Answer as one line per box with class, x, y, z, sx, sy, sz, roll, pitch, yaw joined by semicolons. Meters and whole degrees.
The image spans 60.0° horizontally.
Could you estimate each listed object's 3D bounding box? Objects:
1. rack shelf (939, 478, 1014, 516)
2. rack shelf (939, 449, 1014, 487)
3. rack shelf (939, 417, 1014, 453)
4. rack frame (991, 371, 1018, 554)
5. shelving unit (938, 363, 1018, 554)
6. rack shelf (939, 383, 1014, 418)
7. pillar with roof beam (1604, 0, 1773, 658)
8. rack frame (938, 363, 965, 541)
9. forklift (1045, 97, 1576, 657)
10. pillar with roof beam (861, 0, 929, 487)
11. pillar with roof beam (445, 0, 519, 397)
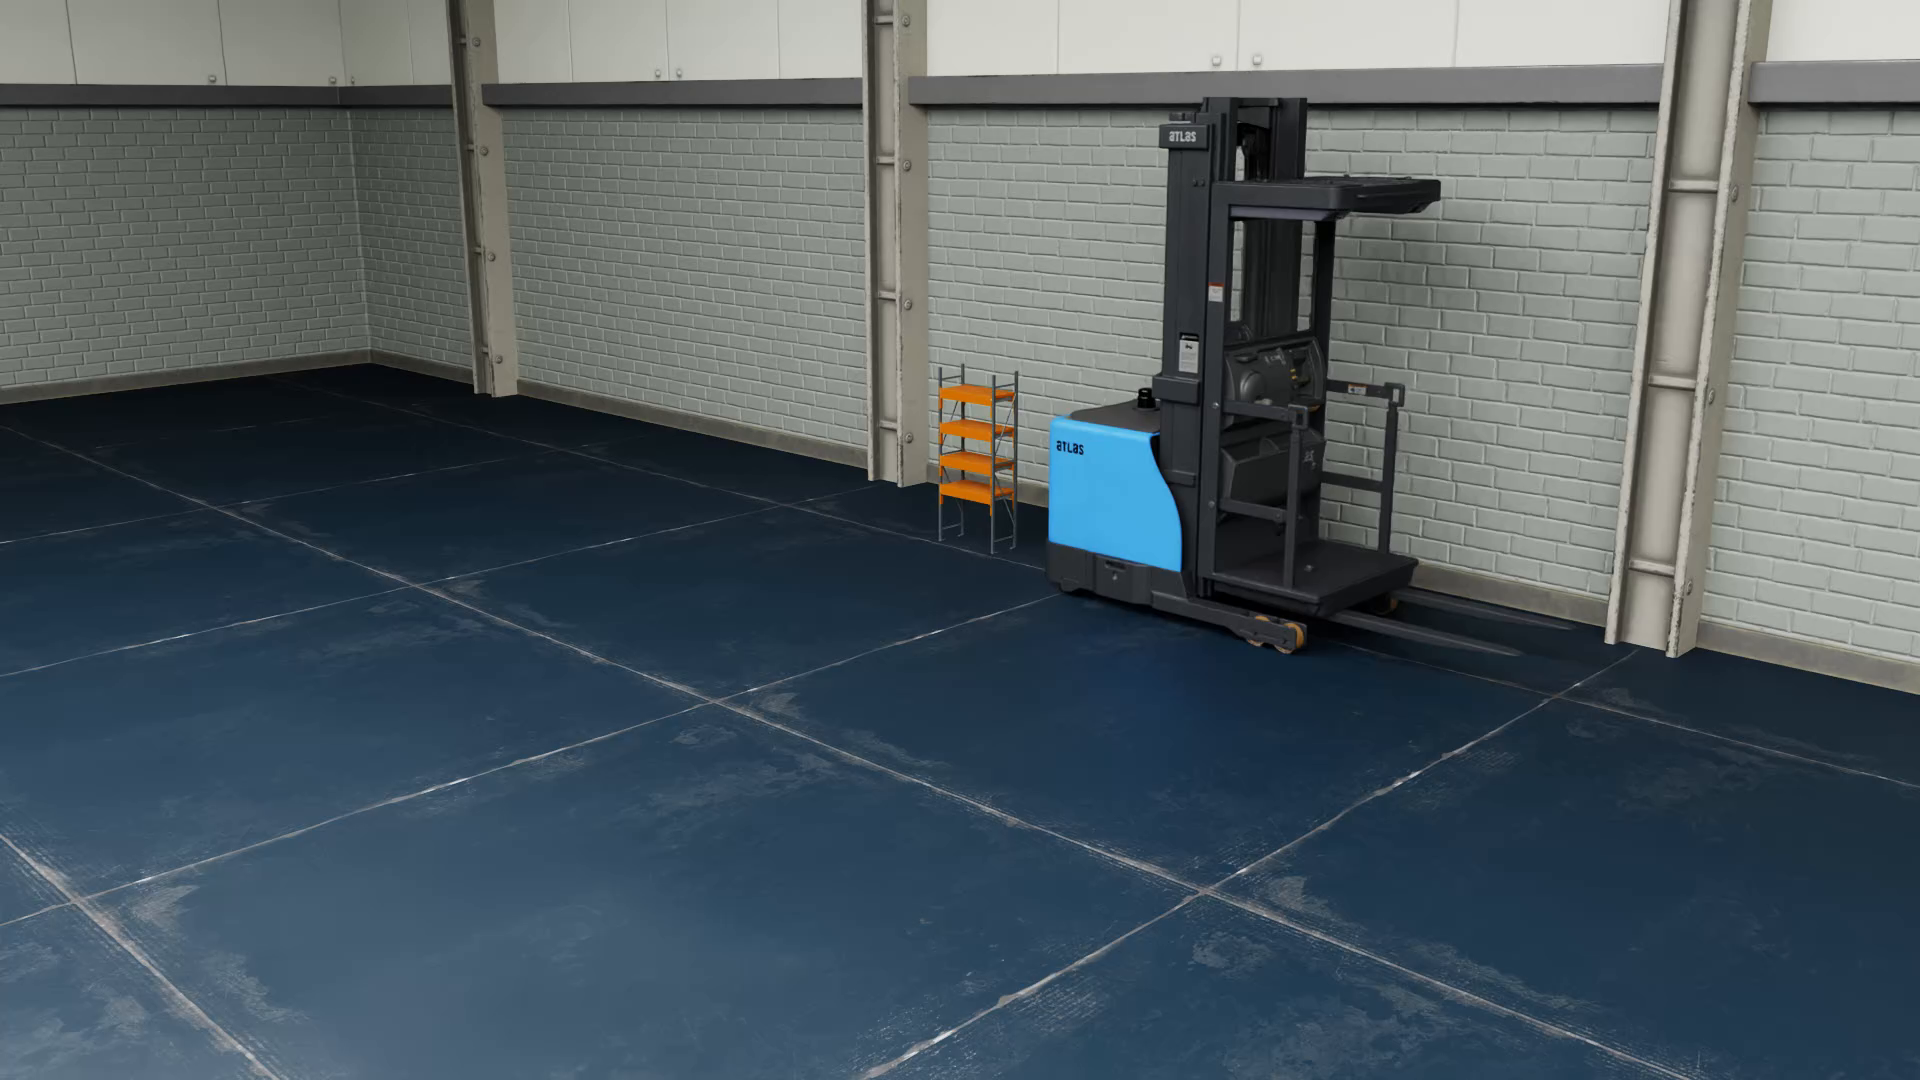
rack shelf;0.119;-0.294;11.237;0.480;0.148;0.258;14;20;42
rack shelf;0.119;-0.487;11.187;0.480;0.148;0.258;14;20;42
rack shelf;0.119;-0.703;11.130;0.480;0.148;0.258;14;20;42
rack frame;0.295;-0.509;11.006;0.015;1.200;0.240;14;20;42
shelving unit;0.119;-0.552;11.170;0.503;1.200;0.258;14;20;42
rack shelf;0.119;-0.932;11.071;0.480;0.148;0.258;14;20;42
pillar with roof beam;0.842;-2.997;5.089;0.400;9.000;9.100;14;20;42
rack frame;-0.057;-0.594;11.333;0.015;1.200;0.240;14;20;42
forklift;1.935;-0.948;9.256;3.031;2.935;1.130;14;20;42
pillar with roof beam;-3.478;-4.048;9.119;0.400;9.000;9.100;14;20;42
pillar with roof beam;-7.797;-5.098;13.149;0.400;9.000;9.100;14;20;42
